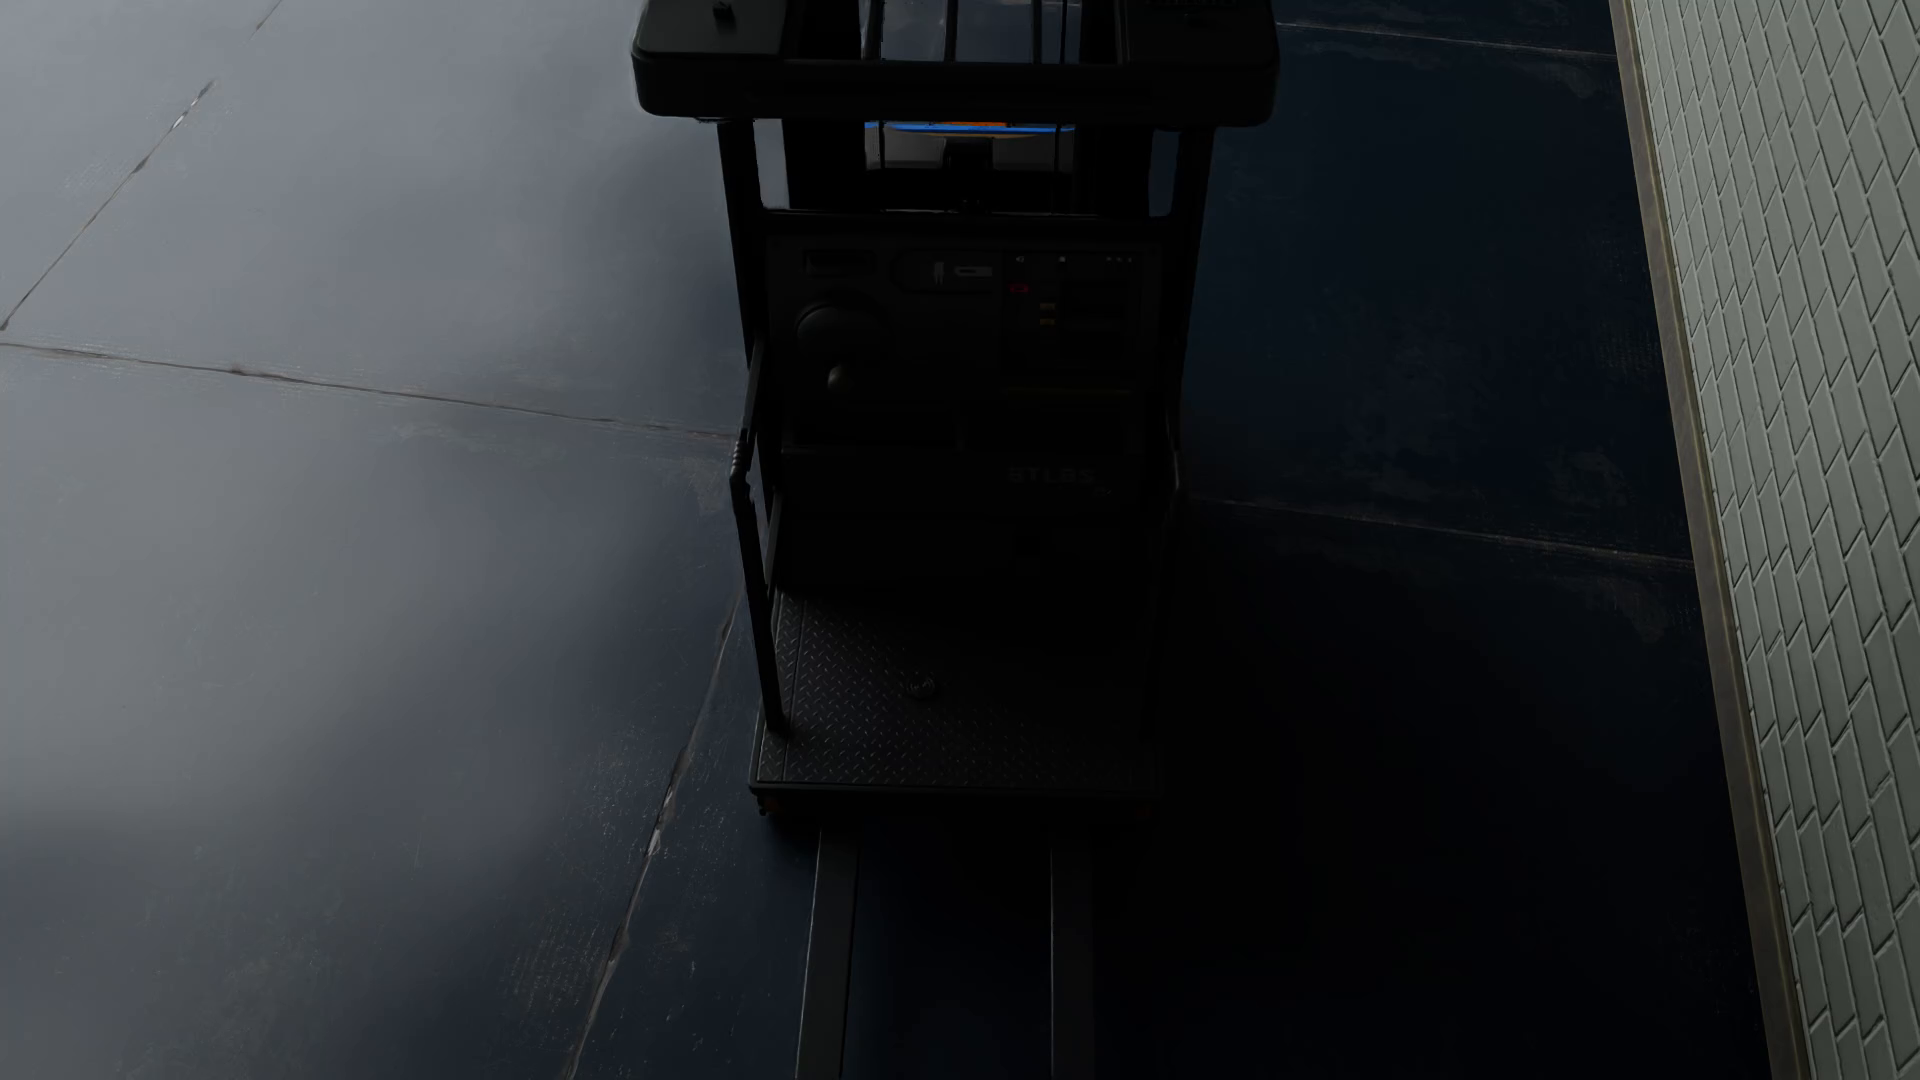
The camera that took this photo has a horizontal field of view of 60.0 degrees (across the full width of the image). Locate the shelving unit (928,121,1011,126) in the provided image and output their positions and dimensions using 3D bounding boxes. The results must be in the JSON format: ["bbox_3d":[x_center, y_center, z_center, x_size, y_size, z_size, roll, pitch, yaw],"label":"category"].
[{"bbox_3d":[0.030,-1.060,5.625,0.252,1.050,0.215,4,44,4],"label":"shelving unit"}]

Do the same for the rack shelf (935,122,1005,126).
[{"bbox_3d":[0.032,-1.256,5.435,0.240,0.259,0.215,4,44,4],"label":"rack shelf"}]

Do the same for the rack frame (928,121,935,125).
[{"bbox_3d":[-0.092,-1.069,5.633,0.008,1.050,0.200,4,44,4],"label":"rack frame"}]

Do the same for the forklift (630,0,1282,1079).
[{"bbox_3d":[0.004,-0.437,3.810,1.130,2.935,3.031,1,48,1],"label":"forklift"}]

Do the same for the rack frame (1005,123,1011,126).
[{"bbox_3d":[0.151,-1.052,5.618,0.008,1.050,0.200,4,44,4],"label":"rack frame"}]
